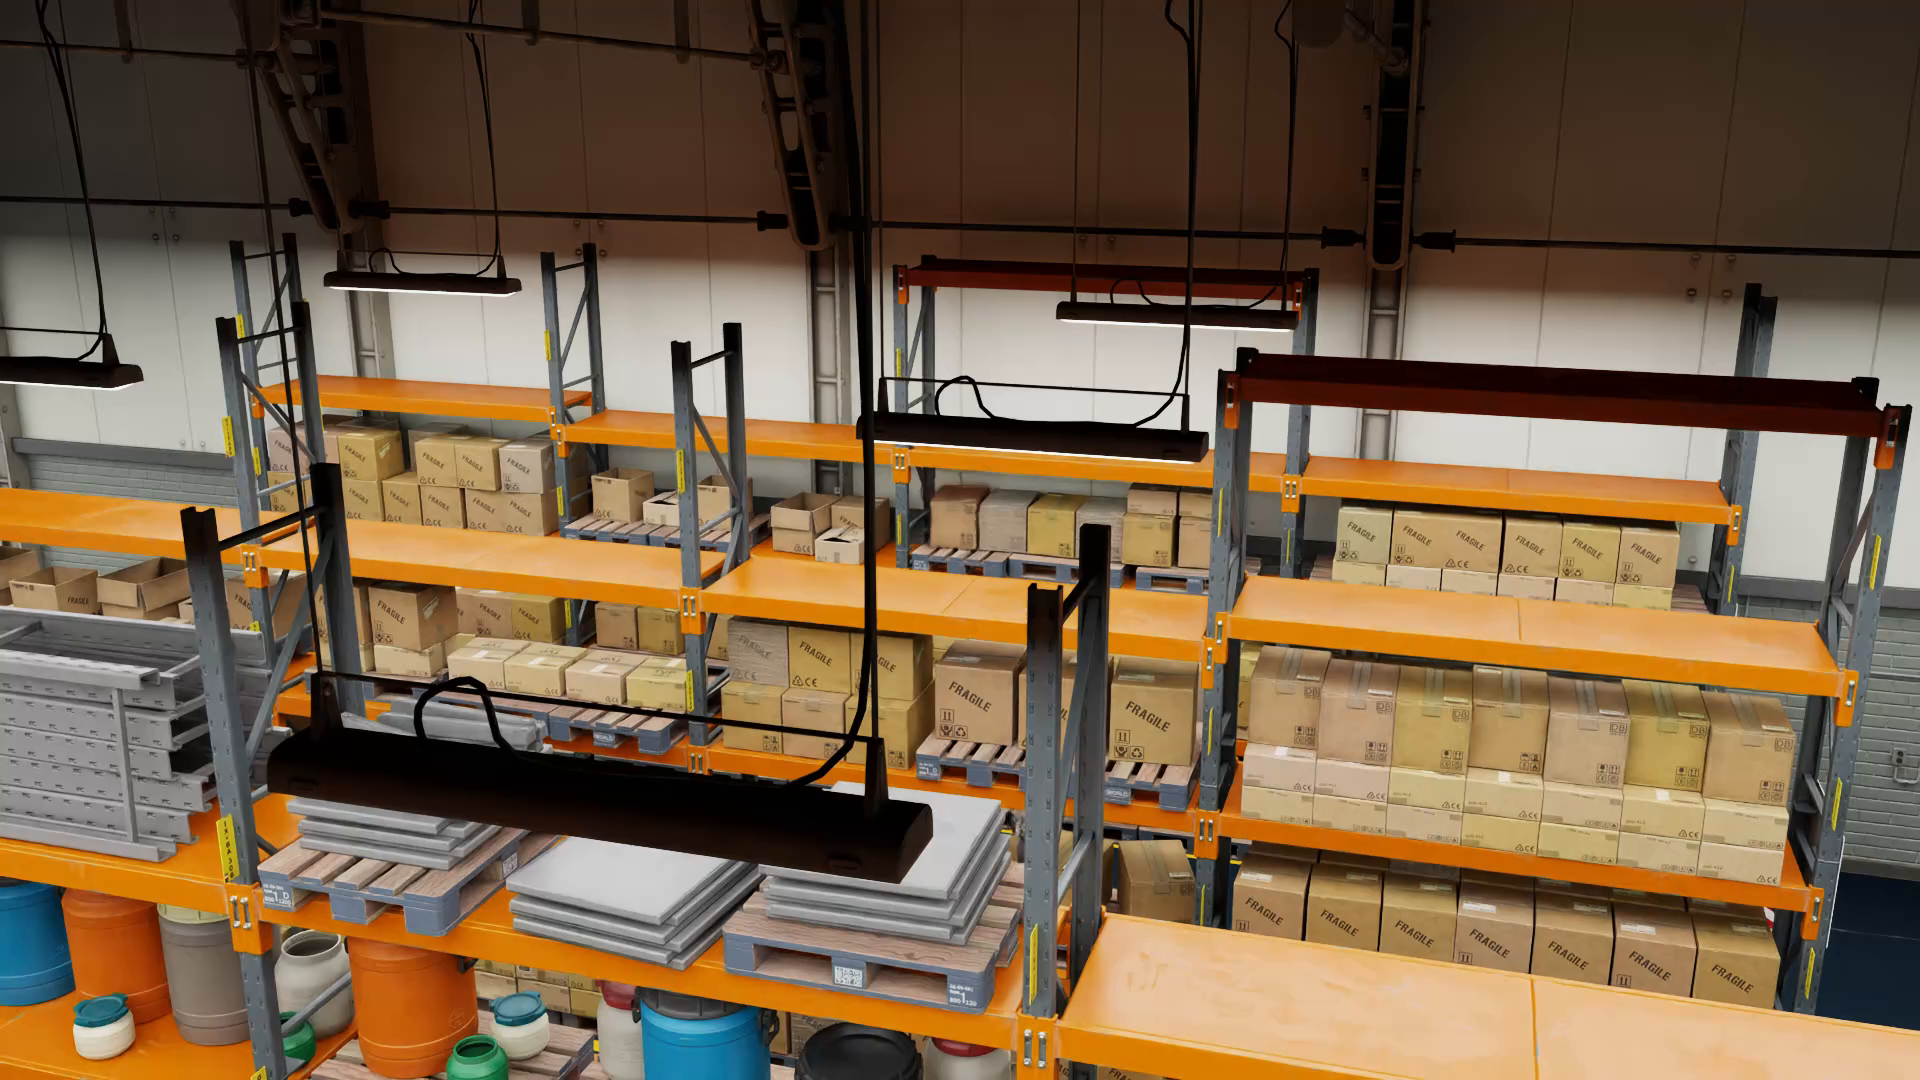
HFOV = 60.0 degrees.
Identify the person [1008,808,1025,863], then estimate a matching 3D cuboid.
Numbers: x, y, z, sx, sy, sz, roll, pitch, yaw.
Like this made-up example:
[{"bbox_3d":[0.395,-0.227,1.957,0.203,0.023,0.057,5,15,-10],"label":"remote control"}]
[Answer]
[{"bbox_3d":[0.697,2.816,15.959,1.045,1.630,0.495,5,17,16],"label":"person"}]
